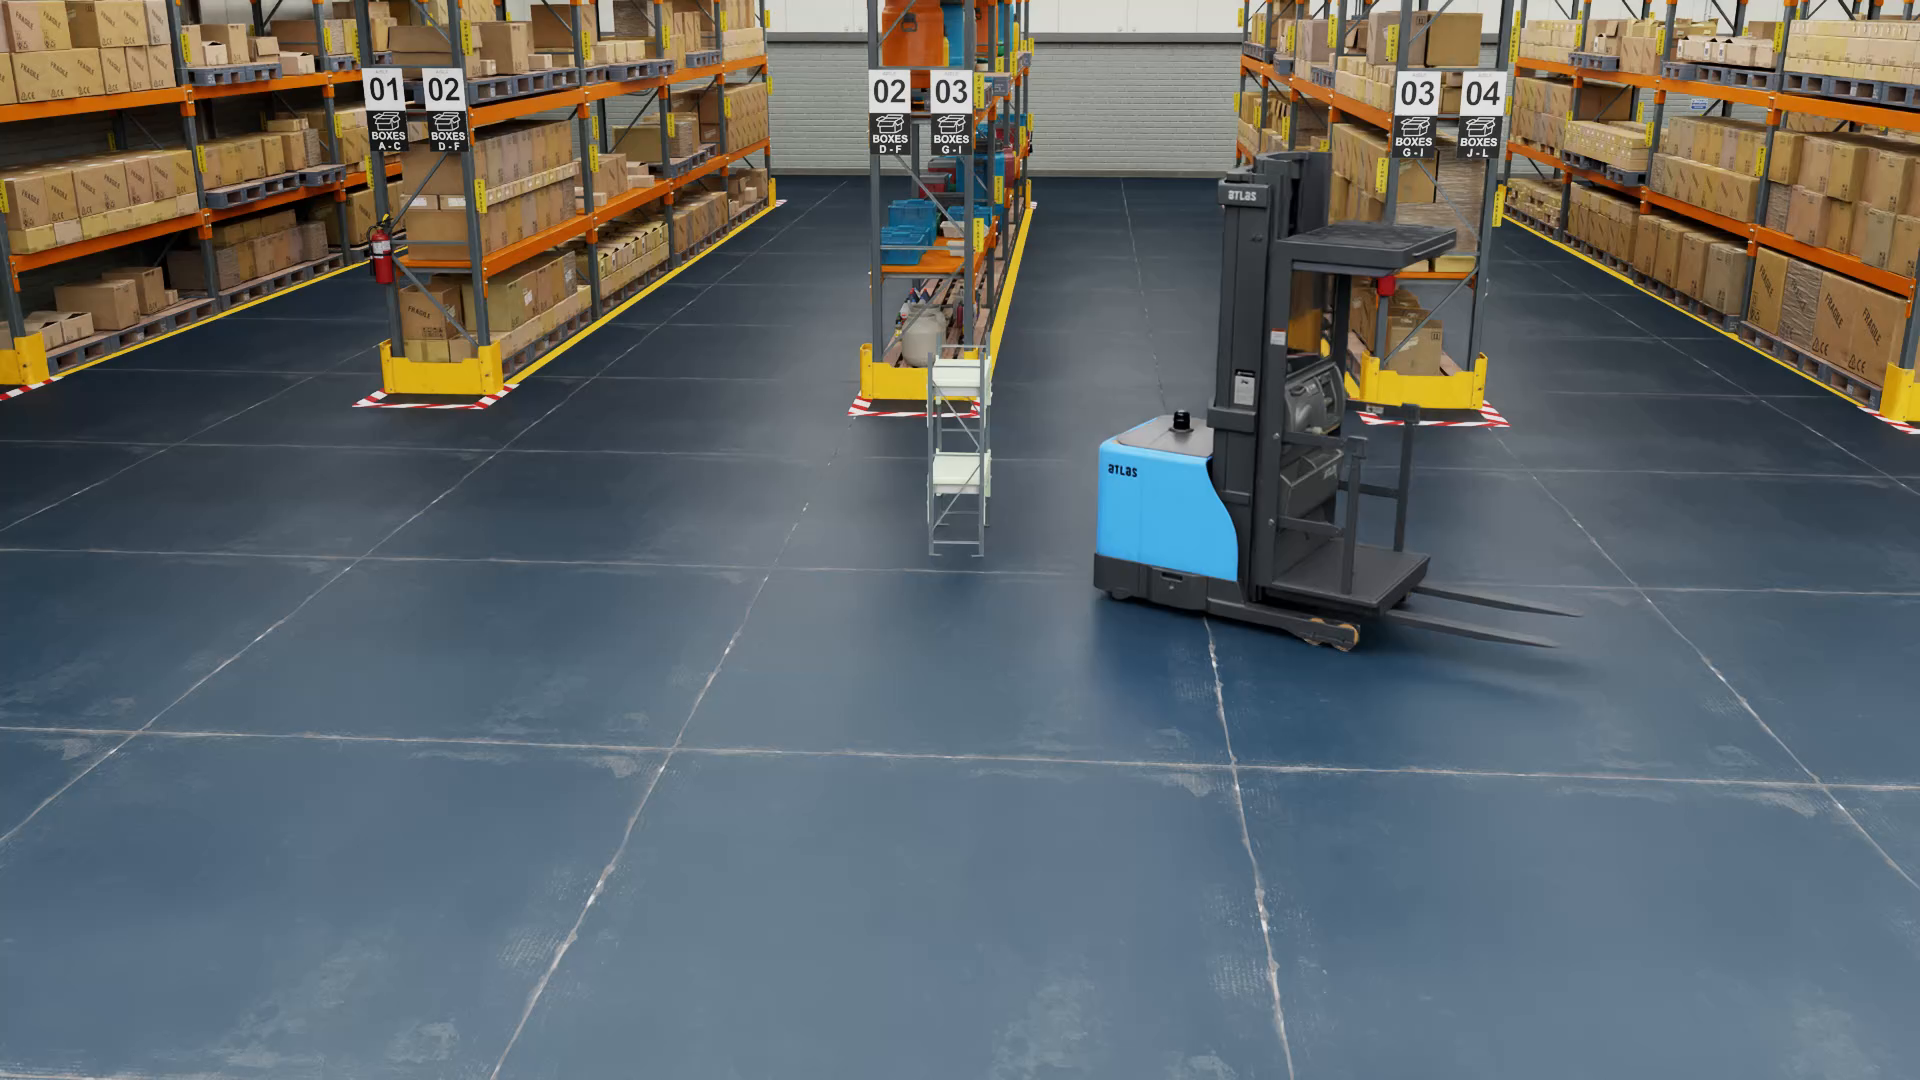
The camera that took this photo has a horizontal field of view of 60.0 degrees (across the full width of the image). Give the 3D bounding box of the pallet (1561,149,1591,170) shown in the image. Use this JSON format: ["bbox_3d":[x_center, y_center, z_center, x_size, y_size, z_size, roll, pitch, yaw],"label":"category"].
[{"bbox_3d":[10.172,-6.013,26.263,1.003,0.211,1.213,1,18,4],"label":"pallet"}]

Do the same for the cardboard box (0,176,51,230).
[{"bbox_3d":[-9.916,-3.521,17.355,0.500,0.500,0.500,1,18,4],"label":"cardboard box"}]

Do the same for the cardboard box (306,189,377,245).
[{"bbox_3d":[-9.493,-4.973,25.560,0.750,0.750,0.750,1,18,3],"label":"cardboard box"}]

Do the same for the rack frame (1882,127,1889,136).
[{"bbox_3d":[15.317,-6.259,26.707,1.000,3.000,0.127,1,18,4],"label":"rack frame"}]

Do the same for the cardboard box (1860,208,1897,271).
[{"bbox_3d":[9.511,-2.970,16.428,0.875,0.550,0.550,1,18,4],"label":"cardboard box"}]

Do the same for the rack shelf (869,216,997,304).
[{"bbox_3d":[-0.225,-3.143,18.353,1.077,0.370,4.000,1,18,4],"label":"rack shelf"}]

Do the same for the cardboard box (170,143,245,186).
[{"bbox_3d":[-9.845,-4.914,21.736,0.700,0.500,0.500,3,18,10],"label":"cardboard box"}]

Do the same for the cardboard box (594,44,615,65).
[{"bbox_3d":[-4.824,-6.364,21.776,0.500,0.250,0.500,0,18,-1],"label":"cardboard box"}]

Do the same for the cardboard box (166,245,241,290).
[{"bbox_3d":[-9.927,-3.577,21.831,0.700,0.500,0.500,2,18,6],"label":"cardboard box"}]

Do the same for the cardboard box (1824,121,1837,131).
[{"bbox_3d":[15.201,-6.935,28.609,0.500,0.500,0.500,2,18,6],"label":"cardboard box"}]

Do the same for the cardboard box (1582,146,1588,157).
[{"bbox_3d":[9.812,-5.985,25.601,0.380,0.149,0.250,0,18,1],"label":"cardboard box"}]

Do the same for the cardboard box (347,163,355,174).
[{"bbox_3d":[-9.395,-5.635,25.173,0.380,0.149,0.250,2,18,5],"label":"cardboard box"}]

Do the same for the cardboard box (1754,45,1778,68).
[{"bbox_3d":[9.690,-5.677,19.521,0.500,0.250,0.500,1,18,5],"label":"cardboard box"}]

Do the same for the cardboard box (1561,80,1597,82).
[{"bbox_3d":[10.810,-7.777,29.097,0.500,0.500,0.500,2,18,7],"label":"cardboard box"}]

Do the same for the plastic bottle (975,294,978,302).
[{"bbox_3d":[0.146,-2.790,19.668,0.144,0.351,0.185,0,18,1],"label":"plastic bottle"}]

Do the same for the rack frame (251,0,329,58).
[{"bbox_3d":[-9.676,-8.420,23.668,1.000,3.000,0.127,1,18,4],"label":"rack frame"}]

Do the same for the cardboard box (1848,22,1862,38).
[{"bbox_3d":[9.325,-5.207,16.968,0.380,0.149,0.250,1,18,4],"label":"cardboard box"}]

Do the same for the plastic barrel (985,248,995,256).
[{"bbox_3d":[0.223,-4.669,24.665,0.600,0.830,0.708,1,18,4],"label":"plastic barrel"}]

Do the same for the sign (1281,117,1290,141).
[{"bbox_3d":[4.592,-5.799,23.445,0.100,0.325,0.005,1,18,4],"label":"sign"}]

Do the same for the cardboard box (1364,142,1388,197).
[{"bbox_3d":[4.395,-3.749,16.802,0.500,0.500,0.500,1,18,4],"label":"cardboard box"}]

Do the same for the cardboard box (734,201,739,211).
[{"bbox_3d":[-4.150,-5.959,29.636,0.380,0.166,0.250,1,18,4],"label":"cardboard box"}]

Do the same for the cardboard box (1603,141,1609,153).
[{"bbox_3d":[9.739,-5.800,24.559,0.380,0.149,0.250,1,18,4],"label":"cardboard box"}]

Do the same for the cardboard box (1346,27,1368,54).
[{"bbox_3d":[4.991,-5.813,19.689,0.797,0.503,0.637,0,18,1],"label":"cardboard box"}]

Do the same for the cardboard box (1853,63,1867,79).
[{"bbox_3d":[9.308,-4.749,16.849,0.380,0.149,0.250,2,18,5],"label":"cardboard box"}]

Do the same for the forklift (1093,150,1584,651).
[{"bbox_3d":[2.420,-0.892,10.439,3.031,2.935,1.130,11,21,31],"label":"forklift"}]

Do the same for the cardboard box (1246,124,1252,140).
[{"bbox_3d":[5.313,-7.170,29.249,0.500,0.250,0.500,1,18,3],"label":"cardboard box"}]

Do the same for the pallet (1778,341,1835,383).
[{"bbox_3d":[9.581,-1.914,17.925,1.003,0.211,1.213,1,18,4],"label":"pallet"}]

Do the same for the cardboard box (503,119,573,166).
[{"bbox_3d":[-5.047,-4.744,19.839,0.700,0.500,0.500,1,18,4],"label":"cardboard box"}]

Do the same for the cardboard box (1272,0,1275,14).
[{"bbox_3d":[5.564,-9.172,28.579,0.500,0.250,0.500,1,18,2],"label":"cardboard box"}]

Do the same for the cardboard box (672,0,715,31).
[{"bbox_3d":[-4.451,-8.802,27.885,0.700,0.500,0.500,1,18,4],"label":"cardboard box"}]

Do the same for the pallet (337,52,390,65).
[{"bbox_3d":[-9.606,-7.454,25.839,1.003,0.211,1.213,2,18,6],"label":"pallet"}]

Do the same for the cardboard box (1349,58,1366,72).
[{"bbox_3d":[4.536,-5.277,18.492,0.380,0.149,0.250,1,18,4],"label":"cardboard box"}]

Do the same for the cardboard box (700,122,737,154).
[{"bbox_3d":[-4.140,-6.902,28.509,0.500,0.500,0.500,2,18,5],"label":"cardboard box"}]

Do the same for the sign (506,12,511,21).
[{"bbox_3d":[-8.562,-9.846,31.543,0.100,0.325,0.005,1,18,4],"label":"sign"}]

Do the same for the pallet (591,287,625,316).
[{"bbox_3d":[-5.008,-3.122,21.612,1.003,0.211,1.213,1,18,4],"label":"pallet"}]

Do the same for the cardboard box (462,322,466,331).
[{"bbox_3d":[-5.541,-2.197,18.052,0.500,0.250,0.500,1,18,4],"label":"cardboard box"}]

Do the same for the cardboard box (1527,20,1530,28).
[{"bbox_3d":[10.409,-9.266,29.864,0.380,0.149,0.250,1,18,3],"label":"cardboard box"}]

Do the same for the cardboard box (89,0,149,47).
[{"bbox_3d":[-9.757,-5.952,19.153,0.500,0.500,0.500,2,18,7],"label":"cardboard box"}]

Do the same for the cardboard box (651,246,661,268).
[{"bbox_3d":[-4.563,-4.024,23.627,0.500,0.250,0.500,1,18,3],"label":"cardboard box"}]

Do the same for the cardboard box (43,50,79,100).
[{"bbox_3d":[-9.869,-4.993,17.833,0.500,0.500,0.500,2,18,6],"label":"cardboard box"}]

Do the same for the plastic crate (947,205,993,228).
[{"bbox_3d":[0.110,-3.685,19.092,0.499,0.251,0.616,1,18,4],"label":"plastic crate"}]

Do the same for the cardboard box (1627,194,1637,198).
[{"bbox_3d":[10.497,-5.145,25.444,0.500,0.250,0.500,0,18,1],"label":"cardboard box"}]

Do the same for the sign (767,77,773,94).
[{"bbox_3d":[-3.609,-8.626,31.565,0.100,0.325,0.005,1,18,4],"label":"sign"}]

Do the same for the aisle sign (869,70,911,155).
[{"bbox_3d":[-0.670,-4.083,15.892,0.394,0.787,0.004,1,18,4],"label":"aisle sign"}]

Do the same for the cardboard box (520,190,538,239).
[{"bbox_3d":[-5.154,-3.648,18.580,0.700,0.500,0.500,2,18,6],"label":"cardboard box"}]

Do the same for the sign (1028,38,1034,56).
[{"bbox_3d":[1.329,-9.201,31.038,0.100,0.325,0.005,1,18,4],"label":"sign"}]

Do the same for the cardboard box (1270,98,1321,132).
[{"bbox_3d":[5.395,-6.806,26.604,0.797,0.503,0.637,1,18,2],"label":"cardboard box"}]

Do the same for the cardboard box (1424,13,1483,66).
[{"bbox_3d":[4.948,-5.060,16.789,0.500,0.500,0.500,1,18,4],"label":"cardboard box"}]

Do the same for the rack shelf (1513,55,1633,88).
[{"bbox_3d":[10.516,-8.043,28.489,1.077,0.370,4.000,1,18,4],"label":"rack shelf"}]

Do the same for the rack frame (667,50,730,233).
[{"bbox_3d":[-4.448,-6.702,28.060,1.000,3.000,0.127,1,18,4],"label":"rack frame"}]

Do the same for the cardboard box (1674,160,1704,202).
[{"bbox_3d":[9.714,-4.695,21.774,0.500,0.500,0.500,1,18,4],"label":"cardboard box"}]

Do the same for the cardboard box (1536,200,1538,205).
[{"bbox_3d":[10.302,-5.917,29.090,0.380,0.149,0.250,2,18,7],"label":"cardboard box"}]

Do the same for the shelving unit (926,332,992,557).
[{"bbox_3d":[0.000,-0.711,12.183,0.431,1.500,0.755,1,18,4],"label":"shelving unit"}]

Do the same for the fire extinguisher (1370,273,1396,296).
[{"bbox_3d":[4.104,-2.691,15.942,0.296,0.674,0.183,1,18,4],"label":"fire extinguisher"}]

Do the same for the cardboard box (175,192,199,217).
[{"bbox_3d":[-9.695,-4.111,20.362,0.500,0.250,0.500,1,18,4],"label":"cardboard box"}]

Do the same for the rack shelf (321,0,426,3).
[{"bbox_3d":[-9.533,-8.509,25.738,1.077,0.370,4.000,1,18,4],"label":"rack shelf"}]

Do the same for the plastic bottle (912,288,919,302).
[{"bbox_3d":[-0.553,-2.815,19.743,0.144,0.351,0.185,2,18,5],"label":"plastic bottle"}]
